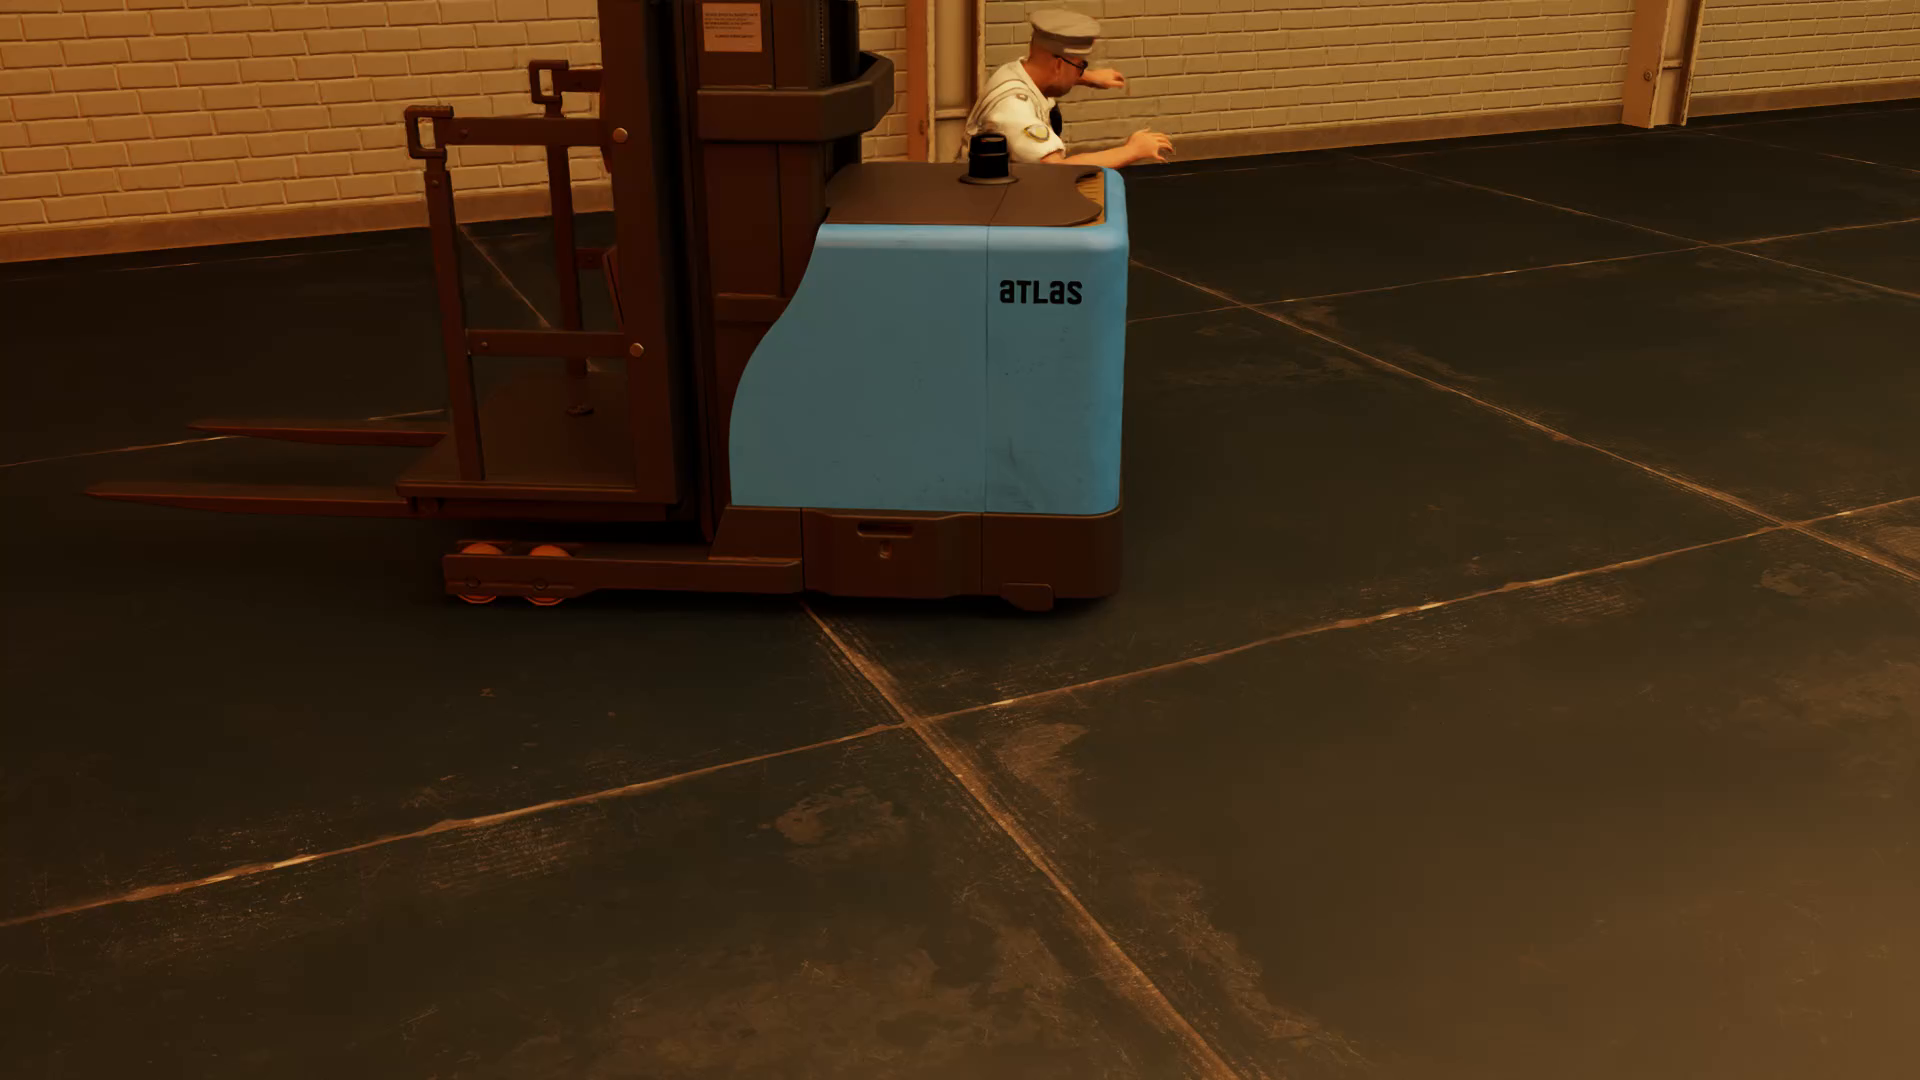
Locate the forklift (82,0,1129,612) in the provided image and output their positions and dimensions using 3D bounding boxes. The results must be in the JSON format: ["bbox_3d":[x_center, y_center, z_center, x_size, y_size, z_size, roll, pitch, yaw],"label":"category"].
[{"bbox_3d":[-1.034,-1.368,4.580,3.031,2.935,1.130,2,23,4],"label":"forklift"}]

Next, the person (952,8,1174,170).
[{"bbox_3d":[0.321,-1.083,5.793,0.831,1.457,1.620,4,23,10],"label":"person"}]
